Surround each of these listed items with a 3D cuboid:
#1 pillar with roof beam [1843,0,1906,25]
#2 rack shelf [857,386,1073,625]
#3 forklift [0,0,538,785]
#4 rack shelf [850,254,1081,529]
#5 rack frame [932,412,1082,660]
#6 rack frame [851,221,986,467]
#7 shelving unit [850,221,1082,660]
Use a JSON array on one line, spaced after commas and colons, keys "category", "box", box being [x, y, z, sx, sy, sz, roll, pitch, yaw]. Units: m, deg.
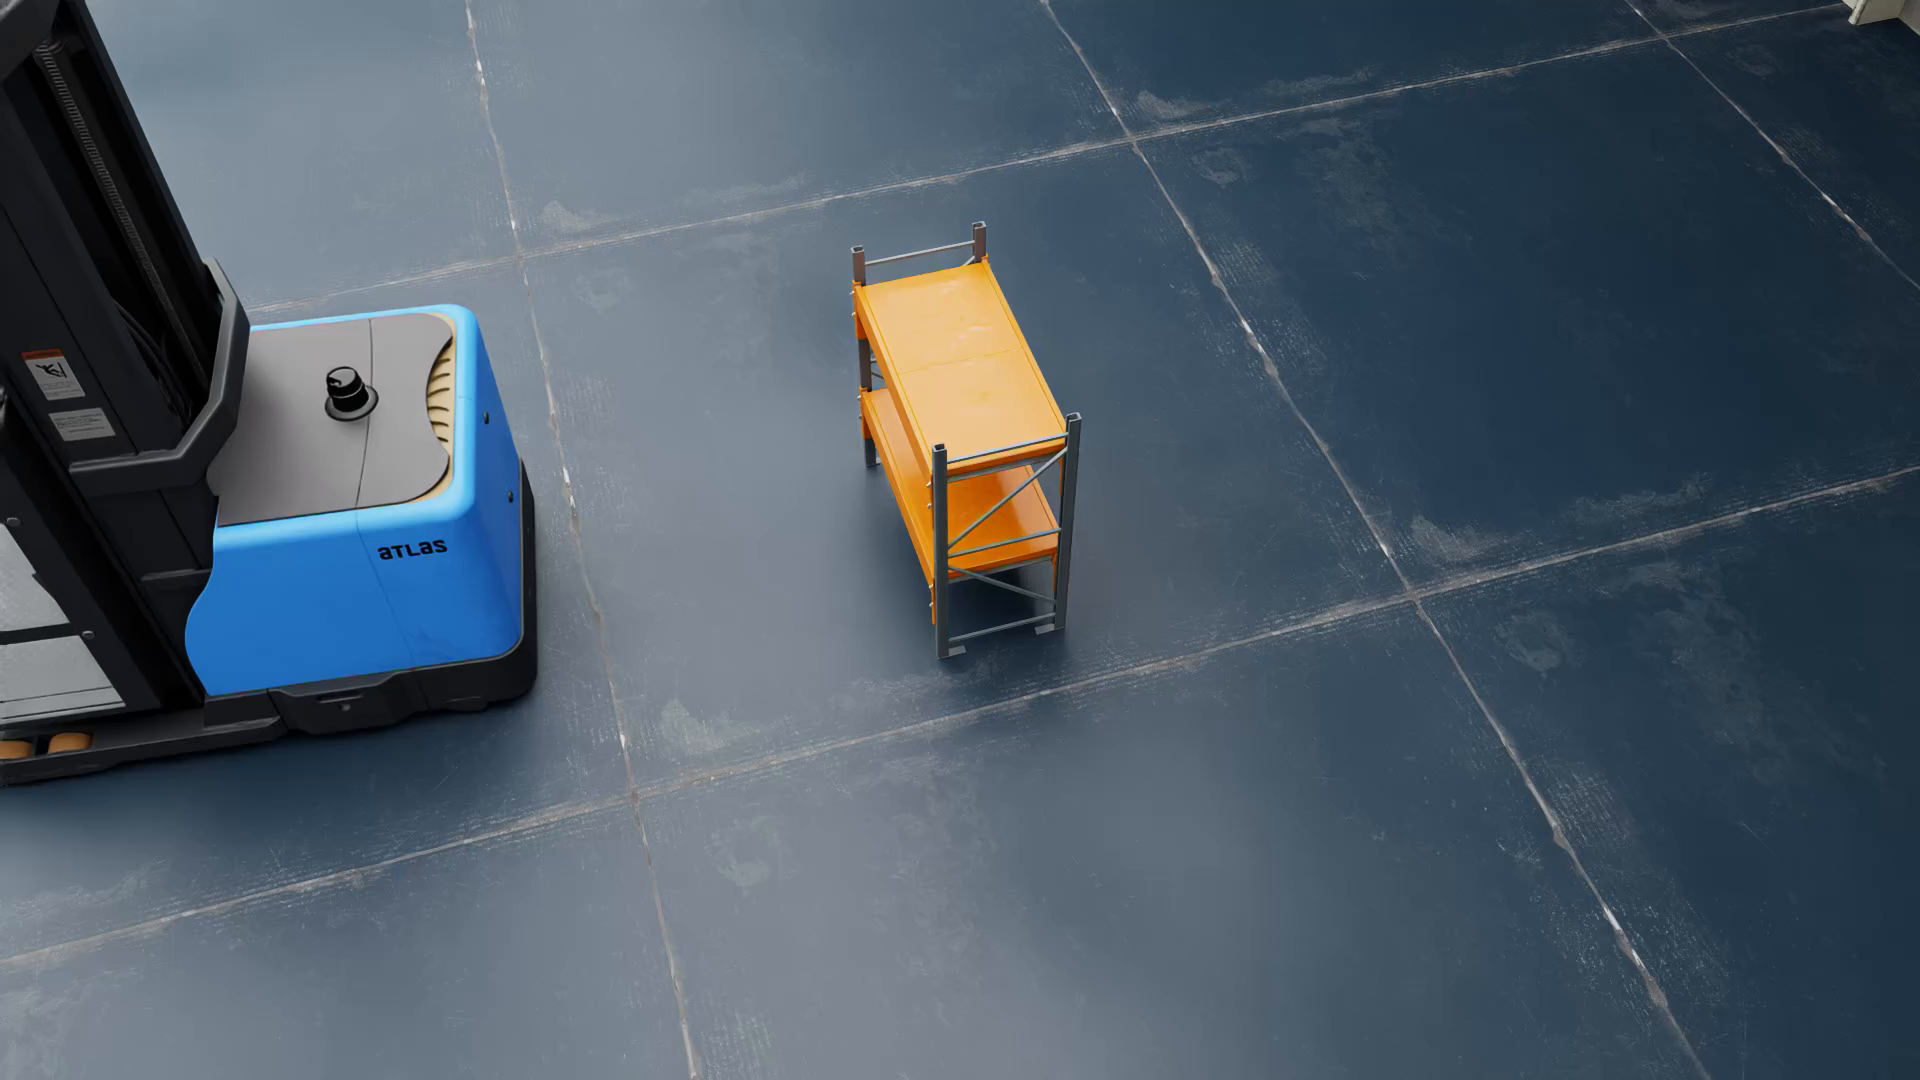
[{"category": "pillar with roof beam", "box": [0.734, -4.844, 4.738, 9.100, 9.000, 0.400, -13, 51, -11]}, {"category": "rack shelf", "box": [0.002, -0.200, 6.292, 0.538, 0.278, 1.000, -13, 51, -11]}, {"category": "forklift", "box": [-3.101, -0.534, 5.073, 3.031, 2.935, 1.130, -8, 50, -7]}, {"category": "rack shelf", "box": [0.002, -0.546, 5.882, 0.538, 0.278, 1.000, -13, 51, -11]}, {"category": "rack frame", "box": [0.152, 0.014, 5.792, 0.500, 1.125, 0.032, -13, 51, -11]}, {"category": "rack frame", "box": [-0.148, -0.729, 6.418, 0.500, 1.125, 0.032, -13, 51, -11]}, {"category": "shelving unit", "box": [0.002, -0.358, 6.105, 0.538, 1.125, 1.048, -13, 51, -11]}]
